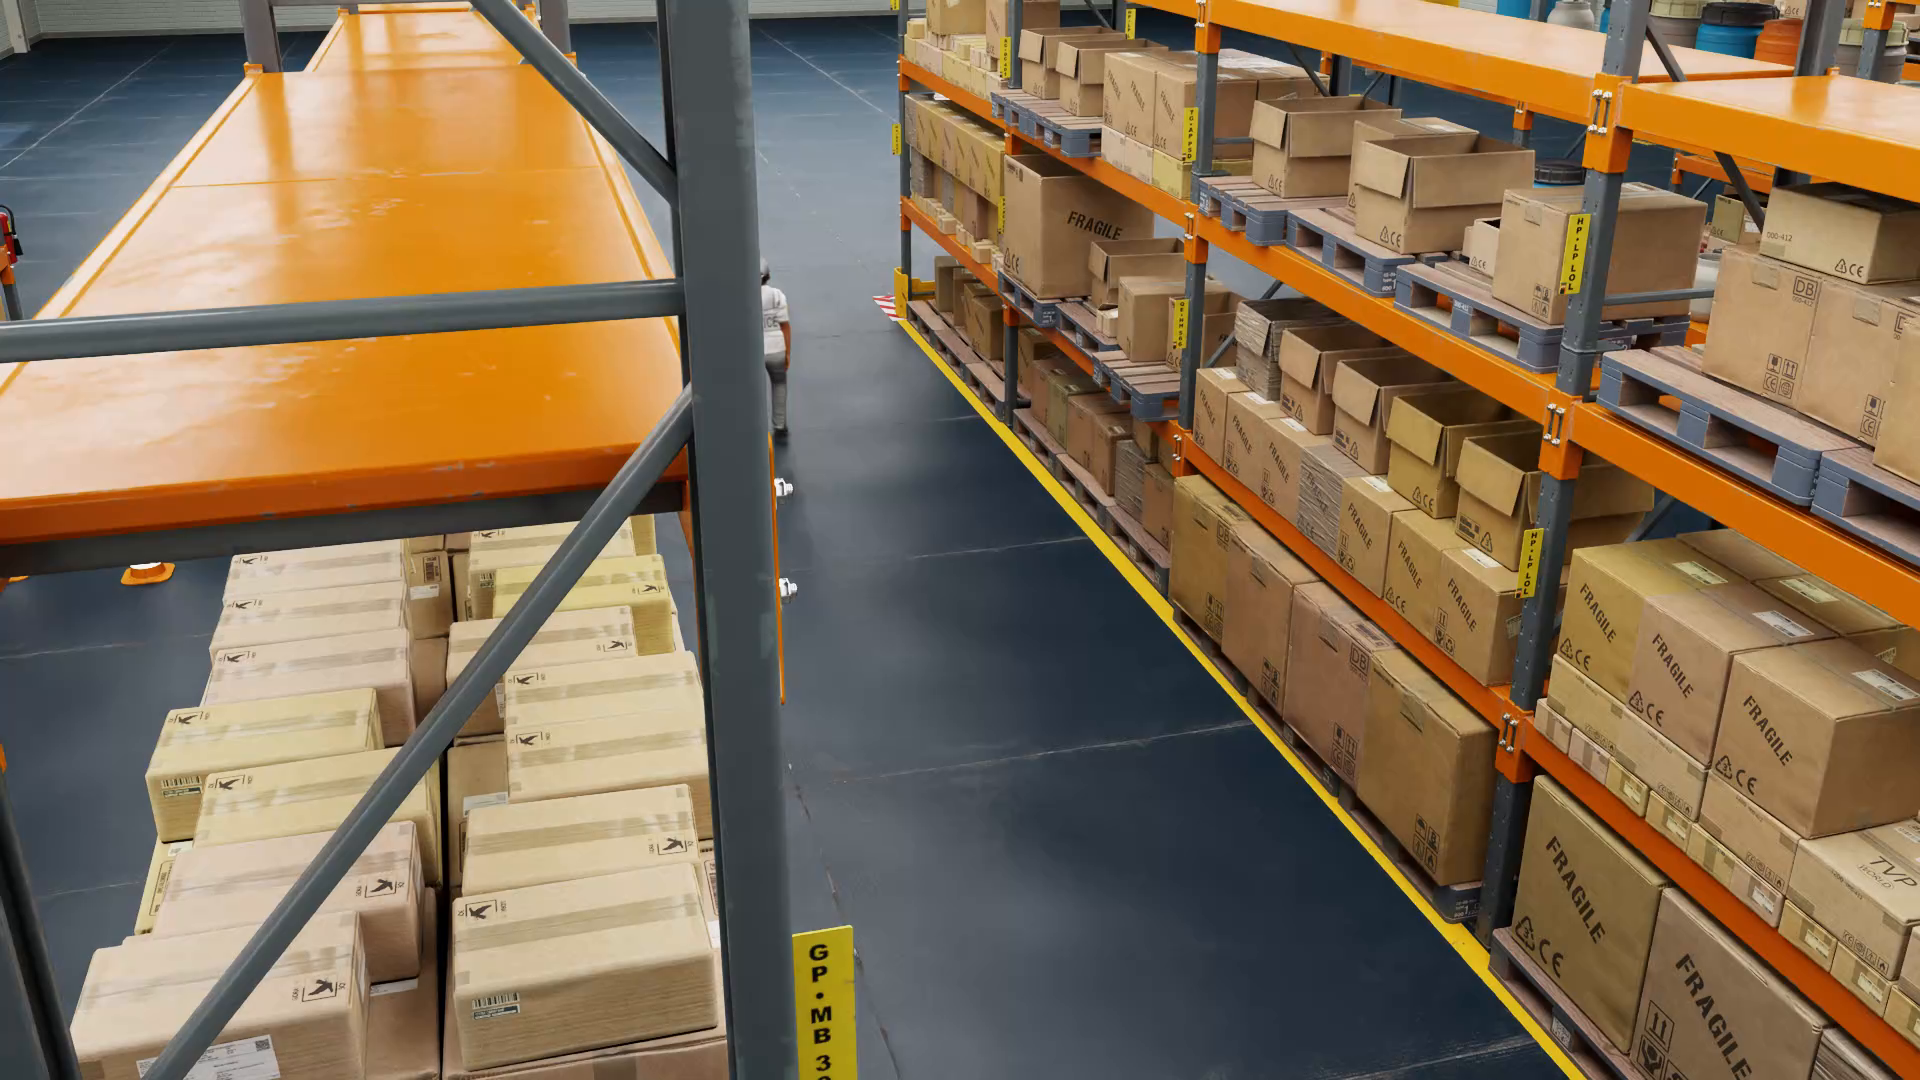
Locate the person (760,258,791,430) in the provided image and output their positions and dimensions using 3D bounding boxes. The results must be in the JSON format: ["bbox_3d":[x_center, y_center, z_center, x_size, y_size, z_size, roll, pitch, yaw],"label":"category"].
[{"bbox_3d":[-1.731,-1.645,14.514,0.488,1.694,0.732,-4,23,-10],"label":"person"}]
